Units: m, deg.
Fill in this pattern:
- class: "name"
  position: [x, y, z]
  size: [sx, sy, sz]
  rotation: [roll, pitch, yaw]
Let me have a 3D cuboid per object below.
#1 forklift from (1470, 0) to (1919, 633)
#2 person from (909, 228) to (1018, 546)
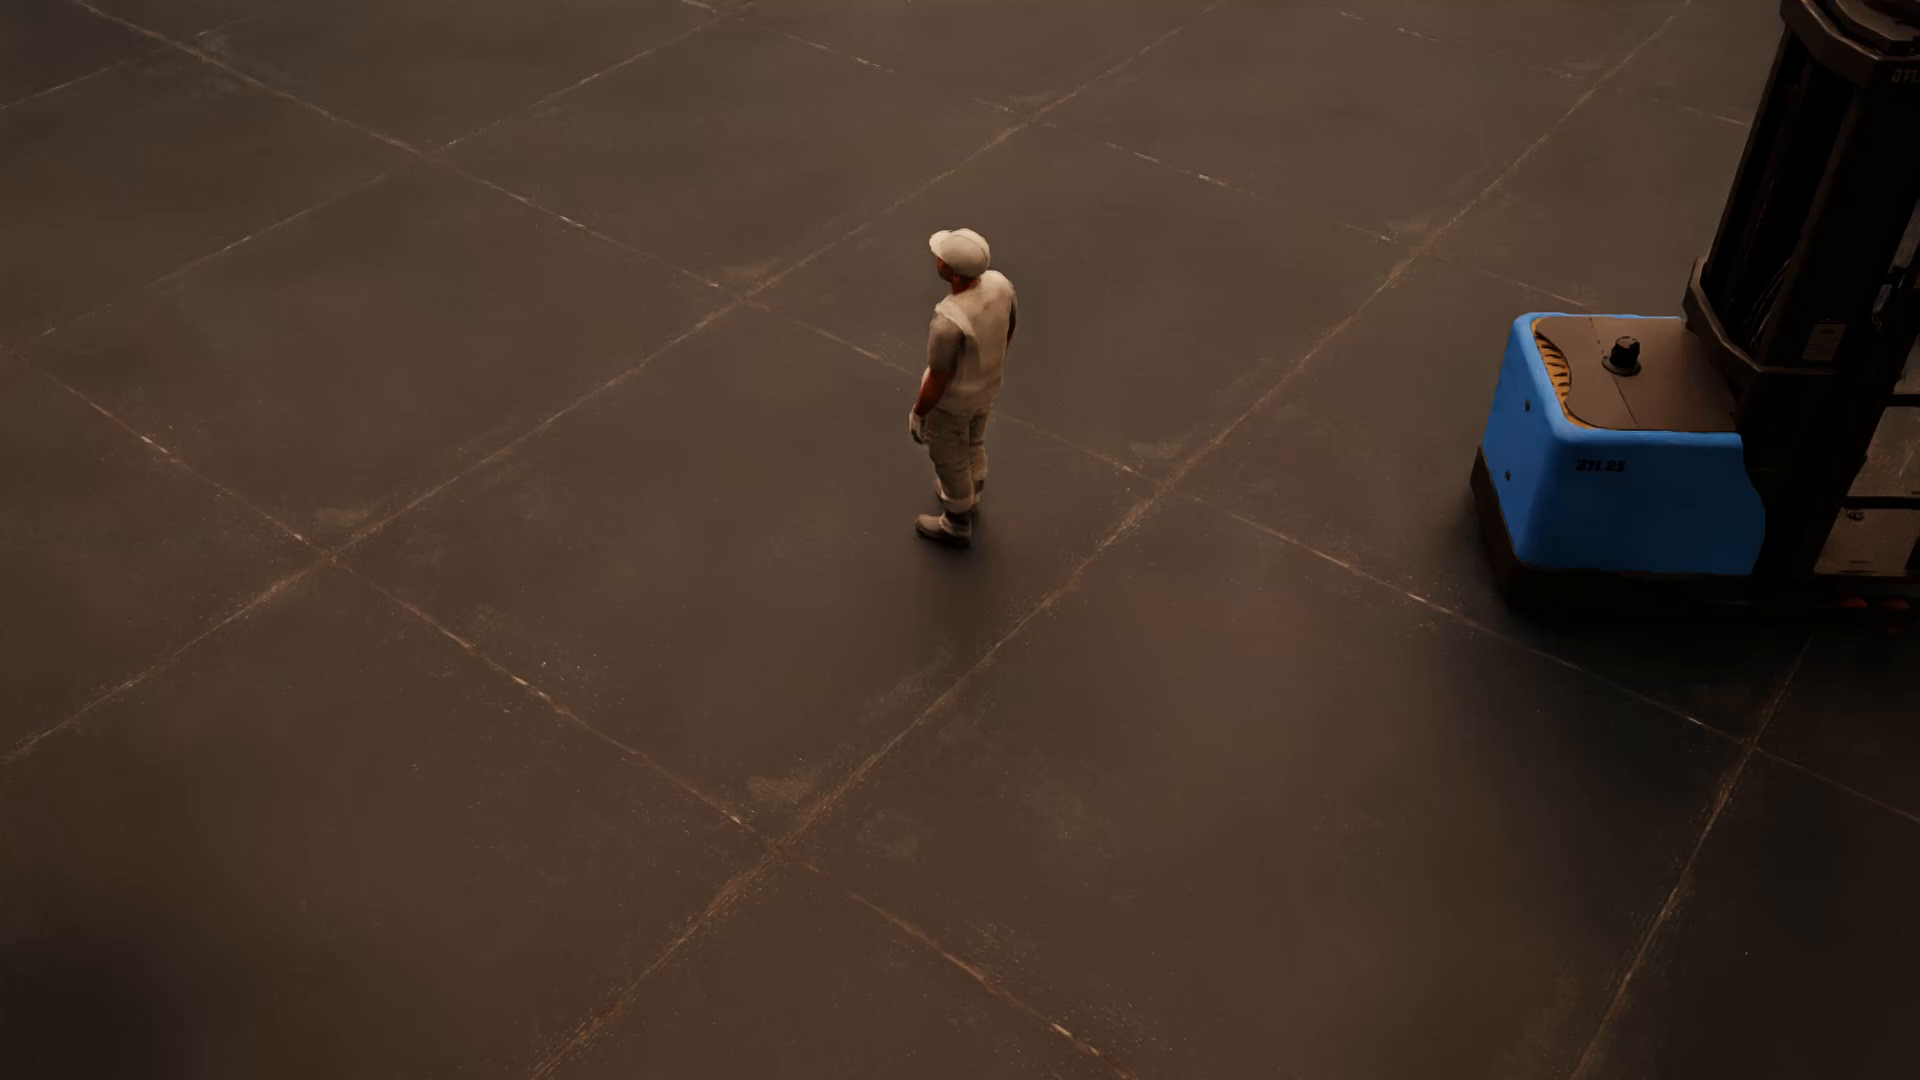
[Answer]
- class: "forklift"
  position: [4.122, -1.036, 7.289]
  size: [3.031, 2.935, 1.130]
  rotation: [2, 40, 2]
- class: "person"
  position: [-0.057, -0.723, 7.792]
  size: [0.563, 1.787, 0.637]
  rotation: [26, 47, 28]
